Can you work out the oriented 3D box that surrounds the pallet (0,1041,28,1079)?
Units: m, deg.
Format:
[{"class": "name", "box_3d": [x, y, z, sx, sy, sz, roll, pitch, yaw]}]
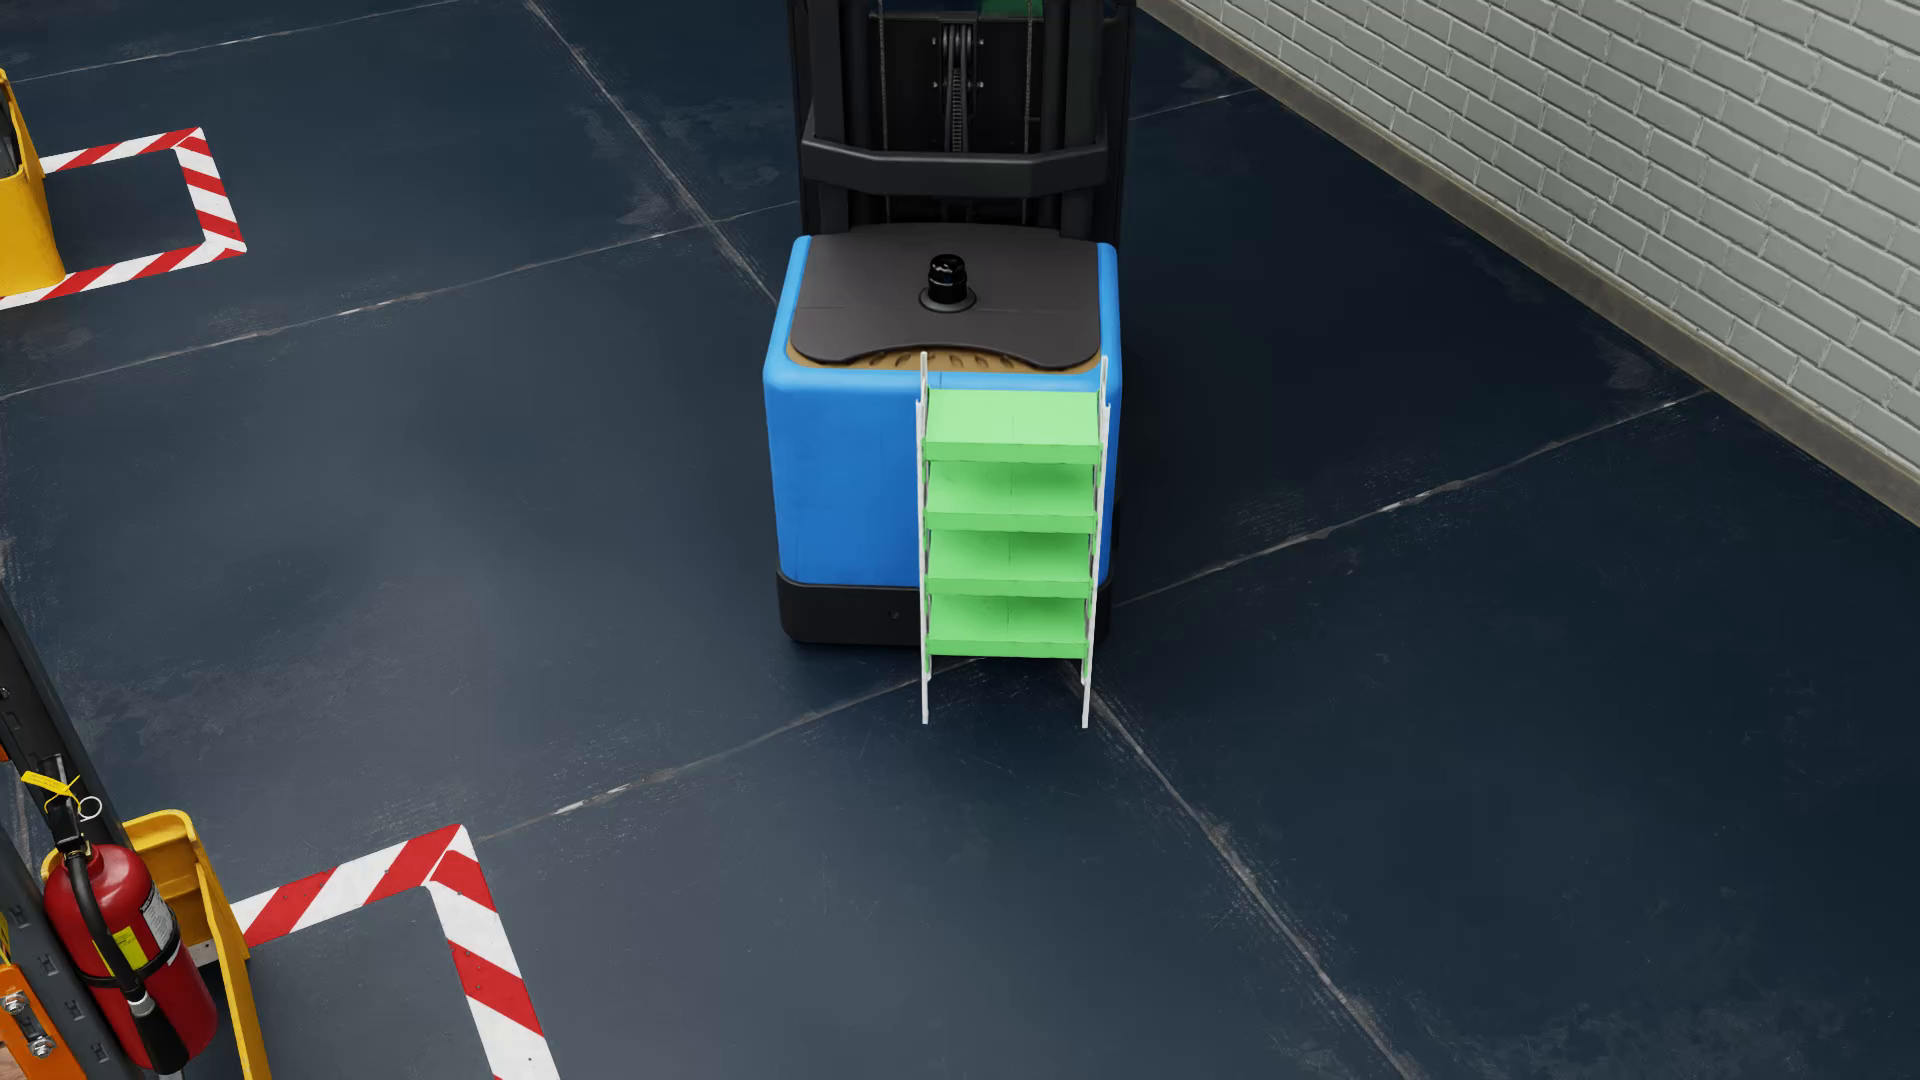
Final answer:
[{"class": "pallet", "box_3d": [-2.598, 1.588, 3.711, 1.213, 0.211, 1.003, -19, 44, -21]}]

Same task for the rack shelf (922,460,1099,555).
[{"class": "rack shelf", "box_3d": [0.142, -0.101, 4.668, 0.480, 0.148, 0.258, 1, 40, 2]}]

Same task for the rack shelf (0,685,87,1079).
[{"class": "rack shelf", "box_3d": [-3.623, 1.171, 2.602, 4.000, 0.370, 1.077, -19, 44, -21]}]

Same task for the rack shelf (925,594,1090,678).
[{"class": "rack shelf", "box_3d": [0.142, 0.266, 4.978, 0.480, 0.148, 0.258, 1, 40, 2]}]

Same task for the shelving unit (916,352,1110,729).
[{"class": "shelving unit", "box_3d": [0.142, 0.034, 4.782, 0.503, 1.200, 0.258, 1, 40, 2]}]

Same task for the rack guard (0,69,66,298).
[{"class": "rack guard", "box_3d": [-4.201, -1.563, 7.210, 0.348, 0.500, 1.175, -19, 44, -21]}]

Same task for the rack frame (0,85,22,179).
[{"class": "rack frame", "box_3d": [-4.134, -2.540, 6.429, 0.127, 3.000, 1.000, -19, 44, -21]}]

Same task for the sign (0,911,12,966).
[{"class": "sign", "box_3d": [-1.580, 0.547, 2.655, 0.005, 0.325, 0.100, -19, 44, -21]}]

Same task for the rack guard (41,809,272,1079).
[{"class": "rack guard", "box_3d": [-1.834, 1.239, 3.899, 0.348, 0.500, 1.175, -19, 44, -21]}]

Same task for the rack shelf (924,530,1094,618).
[{"class": "rack shelf", "box_3d": [0.142, 0.082, 4.823, 0.480, 0.148, 0.258, 1, 40, 2]}]

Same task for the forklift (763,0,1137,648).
[{"class": "forklift", "box_3d": [0.016, -1.704, 5.494, 1.130, 2.935, 3.031, 2, 40, 2]}]

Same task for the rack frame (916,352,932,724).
[{"class": "rack frame", "box_3d": [-0.102, 0.028, 4.789, 0.015, 1.200, 0.240, 1, 40, 2]}]

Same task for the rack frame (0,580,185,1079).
[{"class": "rack frame", "box_3d": [-1.849, 0.299, 3.075, 0.127, 3.000, 1.000, -19, 44, -21]}]

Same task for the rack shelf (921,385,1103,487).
[{"class": "rack shelf", "box_3d": [0.142, -0.284, 4.513, 0.480, 0.148, 0.258, 1, 40, 2]}]

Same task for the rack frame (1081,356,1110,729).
[{"class": "rack frame", "box_3d": [0.385, 0.040, 4.775, 0.015, 1.200, 0.240, 1, 40, 2]}]

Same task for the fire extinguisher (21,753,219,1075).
[{"class": "fire extinguisher", "box_3d": [-1.505, 0.687, 2.966, 0.183, 0.674, 0.296, -19, 44, -21]}]
